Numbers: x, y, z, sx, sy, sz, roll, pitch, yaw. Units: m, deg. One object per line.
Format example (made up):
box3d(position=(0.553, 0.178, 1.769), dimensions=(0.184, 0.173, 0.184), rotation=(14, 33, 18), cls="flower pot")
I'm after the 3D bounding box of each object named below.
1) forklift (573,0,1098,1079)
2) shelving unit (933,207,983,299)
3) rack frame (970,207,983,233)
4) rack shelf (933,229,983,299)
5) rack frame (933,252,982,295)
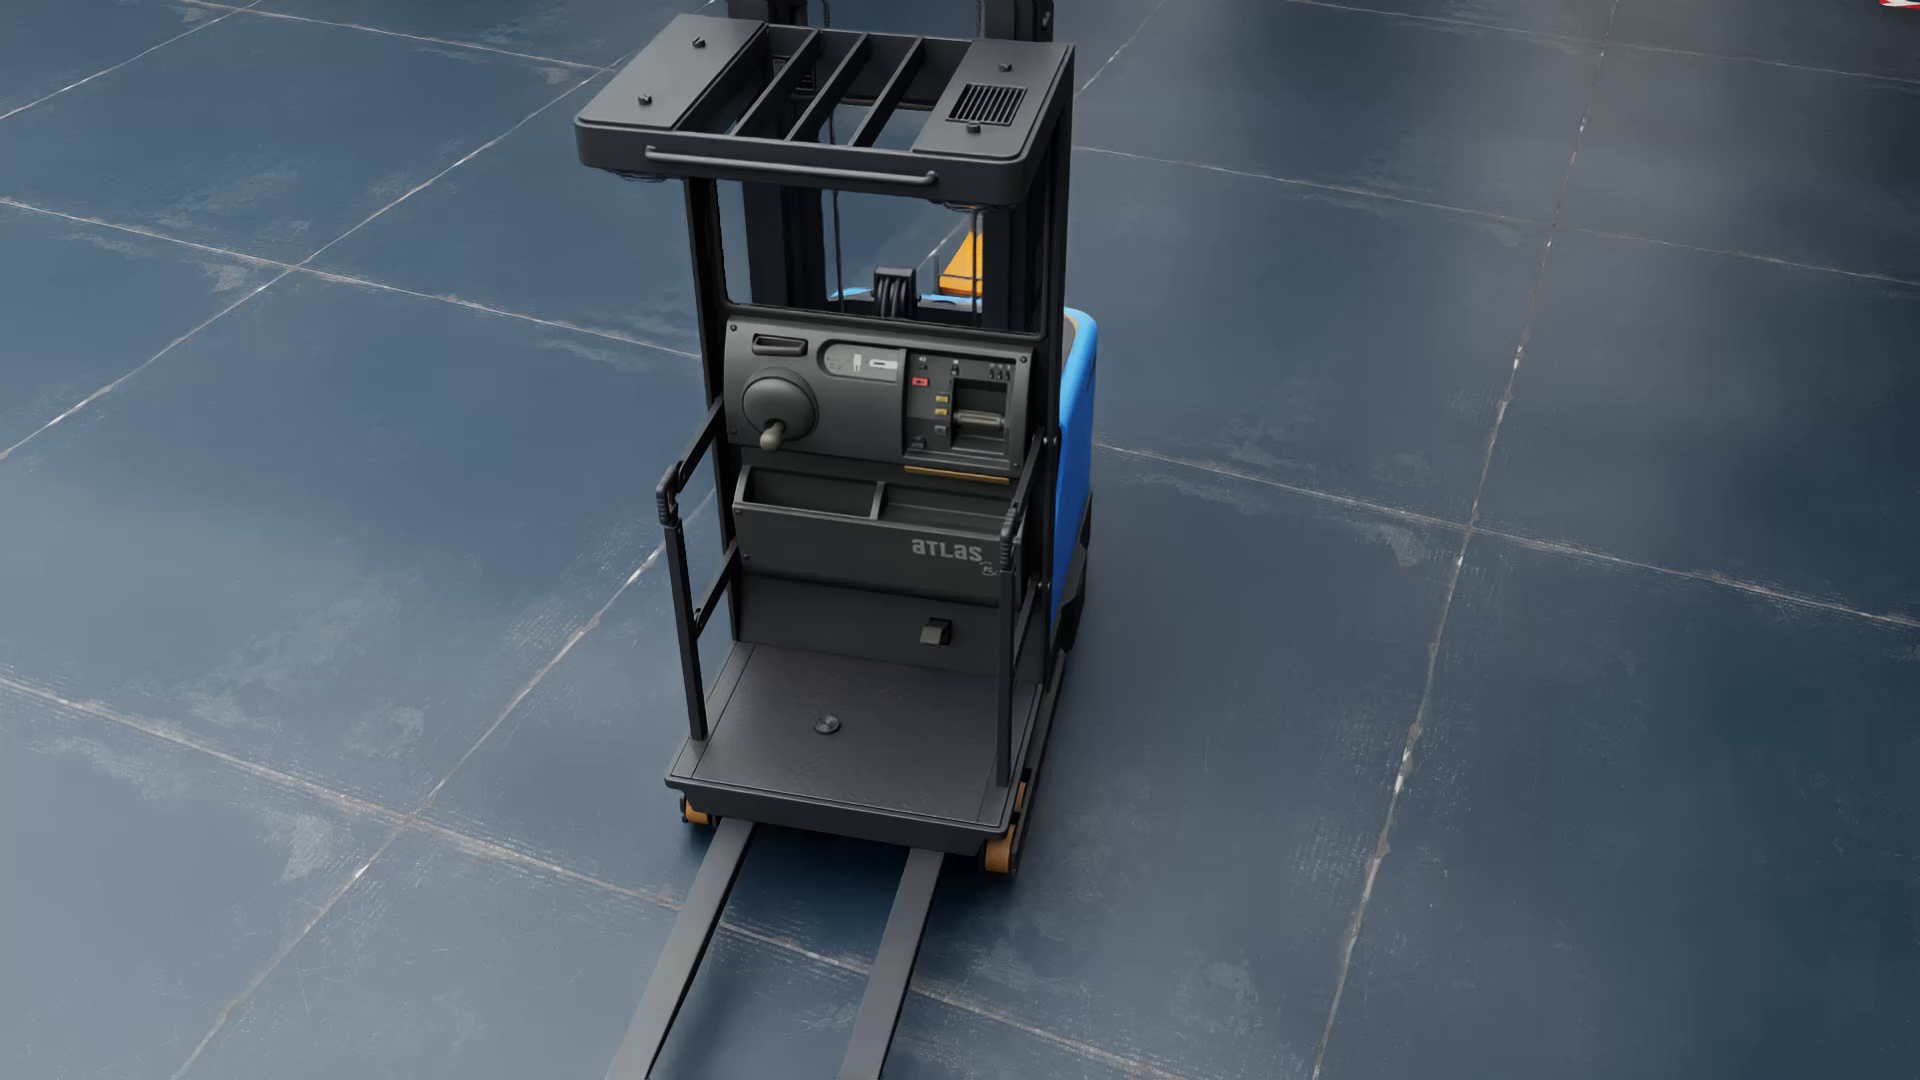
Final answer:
box3d(position=(-0.294, -0.356, 4.778), dimensions=(1.130, 2.935, 3.031), rotation=(7, 37, 10), cls="forklift")
box3d(position=(0.088, -0.706, 6.692), dimensions=(0.258, 1.200, 0.503), rotation=(10, 38, 13), cls="shelving unit")
box3d(position=(0.157, -0.846, 6.879), dimensions=(0.240, 1.200, 0.015), rotation=(10, 38, 13), cls="rack frame")
box3d(position=(0.088, -1.020, 6.457), dimensions=(0.258, 0.148, 0.480), rotation=(10, 38, 13), cls="rack shelf")
box3d(position=(0.019, -0.566, 6.504), dimensions=(0.240, 1.200, 0.015), rotation=(10, 38, 13), cls="rack frame")
